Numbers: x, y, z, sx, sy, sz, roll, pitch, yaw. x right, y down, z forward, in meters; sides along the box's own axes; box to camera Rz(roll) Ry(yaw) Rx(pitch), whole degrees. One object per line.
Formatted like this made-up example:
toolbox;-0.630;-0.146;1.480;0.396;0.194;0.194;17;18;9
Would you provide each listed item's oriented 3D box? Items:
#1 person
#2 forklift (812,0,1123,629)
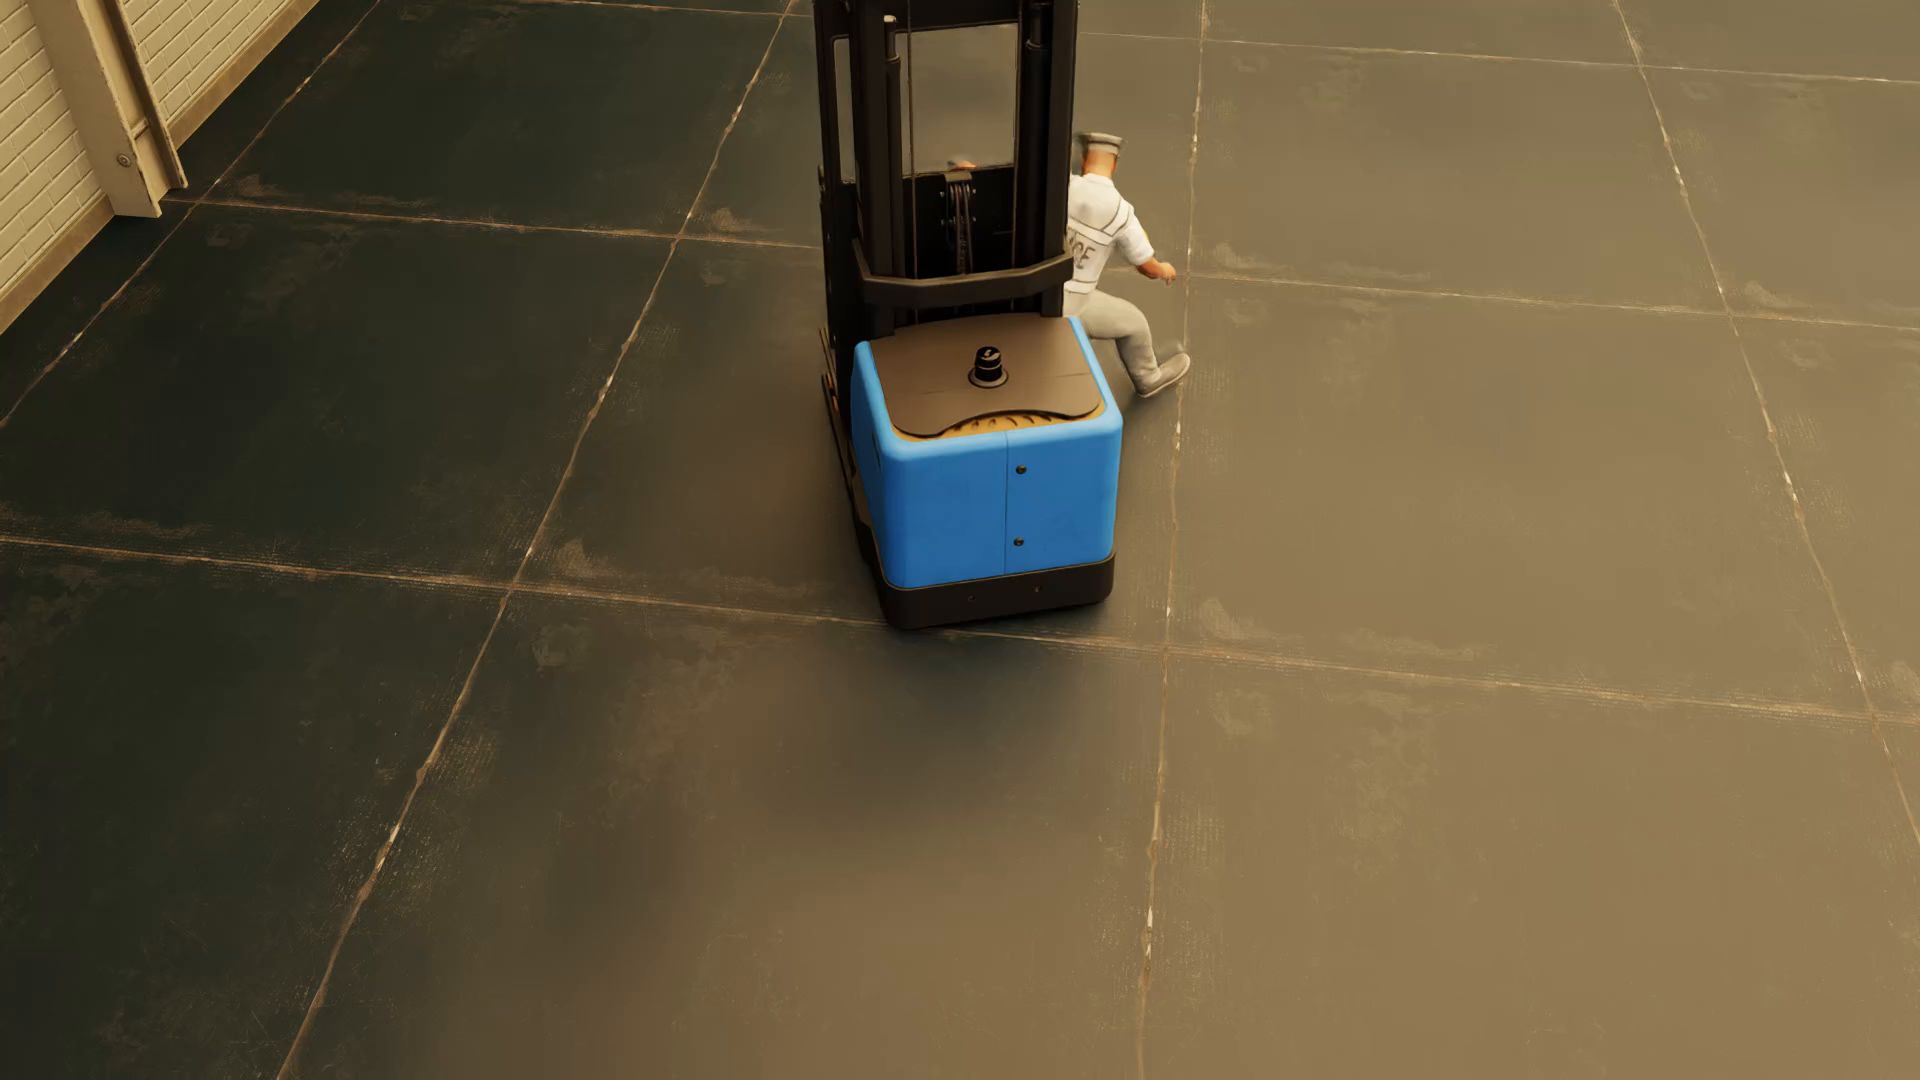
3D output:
person;0.474;-1.367;8.319;1.310;1.461;0.791;21;47;22
forklift;-0.105;-1.694;7.569;1.130;2.935;3.031;-8;43;-8
